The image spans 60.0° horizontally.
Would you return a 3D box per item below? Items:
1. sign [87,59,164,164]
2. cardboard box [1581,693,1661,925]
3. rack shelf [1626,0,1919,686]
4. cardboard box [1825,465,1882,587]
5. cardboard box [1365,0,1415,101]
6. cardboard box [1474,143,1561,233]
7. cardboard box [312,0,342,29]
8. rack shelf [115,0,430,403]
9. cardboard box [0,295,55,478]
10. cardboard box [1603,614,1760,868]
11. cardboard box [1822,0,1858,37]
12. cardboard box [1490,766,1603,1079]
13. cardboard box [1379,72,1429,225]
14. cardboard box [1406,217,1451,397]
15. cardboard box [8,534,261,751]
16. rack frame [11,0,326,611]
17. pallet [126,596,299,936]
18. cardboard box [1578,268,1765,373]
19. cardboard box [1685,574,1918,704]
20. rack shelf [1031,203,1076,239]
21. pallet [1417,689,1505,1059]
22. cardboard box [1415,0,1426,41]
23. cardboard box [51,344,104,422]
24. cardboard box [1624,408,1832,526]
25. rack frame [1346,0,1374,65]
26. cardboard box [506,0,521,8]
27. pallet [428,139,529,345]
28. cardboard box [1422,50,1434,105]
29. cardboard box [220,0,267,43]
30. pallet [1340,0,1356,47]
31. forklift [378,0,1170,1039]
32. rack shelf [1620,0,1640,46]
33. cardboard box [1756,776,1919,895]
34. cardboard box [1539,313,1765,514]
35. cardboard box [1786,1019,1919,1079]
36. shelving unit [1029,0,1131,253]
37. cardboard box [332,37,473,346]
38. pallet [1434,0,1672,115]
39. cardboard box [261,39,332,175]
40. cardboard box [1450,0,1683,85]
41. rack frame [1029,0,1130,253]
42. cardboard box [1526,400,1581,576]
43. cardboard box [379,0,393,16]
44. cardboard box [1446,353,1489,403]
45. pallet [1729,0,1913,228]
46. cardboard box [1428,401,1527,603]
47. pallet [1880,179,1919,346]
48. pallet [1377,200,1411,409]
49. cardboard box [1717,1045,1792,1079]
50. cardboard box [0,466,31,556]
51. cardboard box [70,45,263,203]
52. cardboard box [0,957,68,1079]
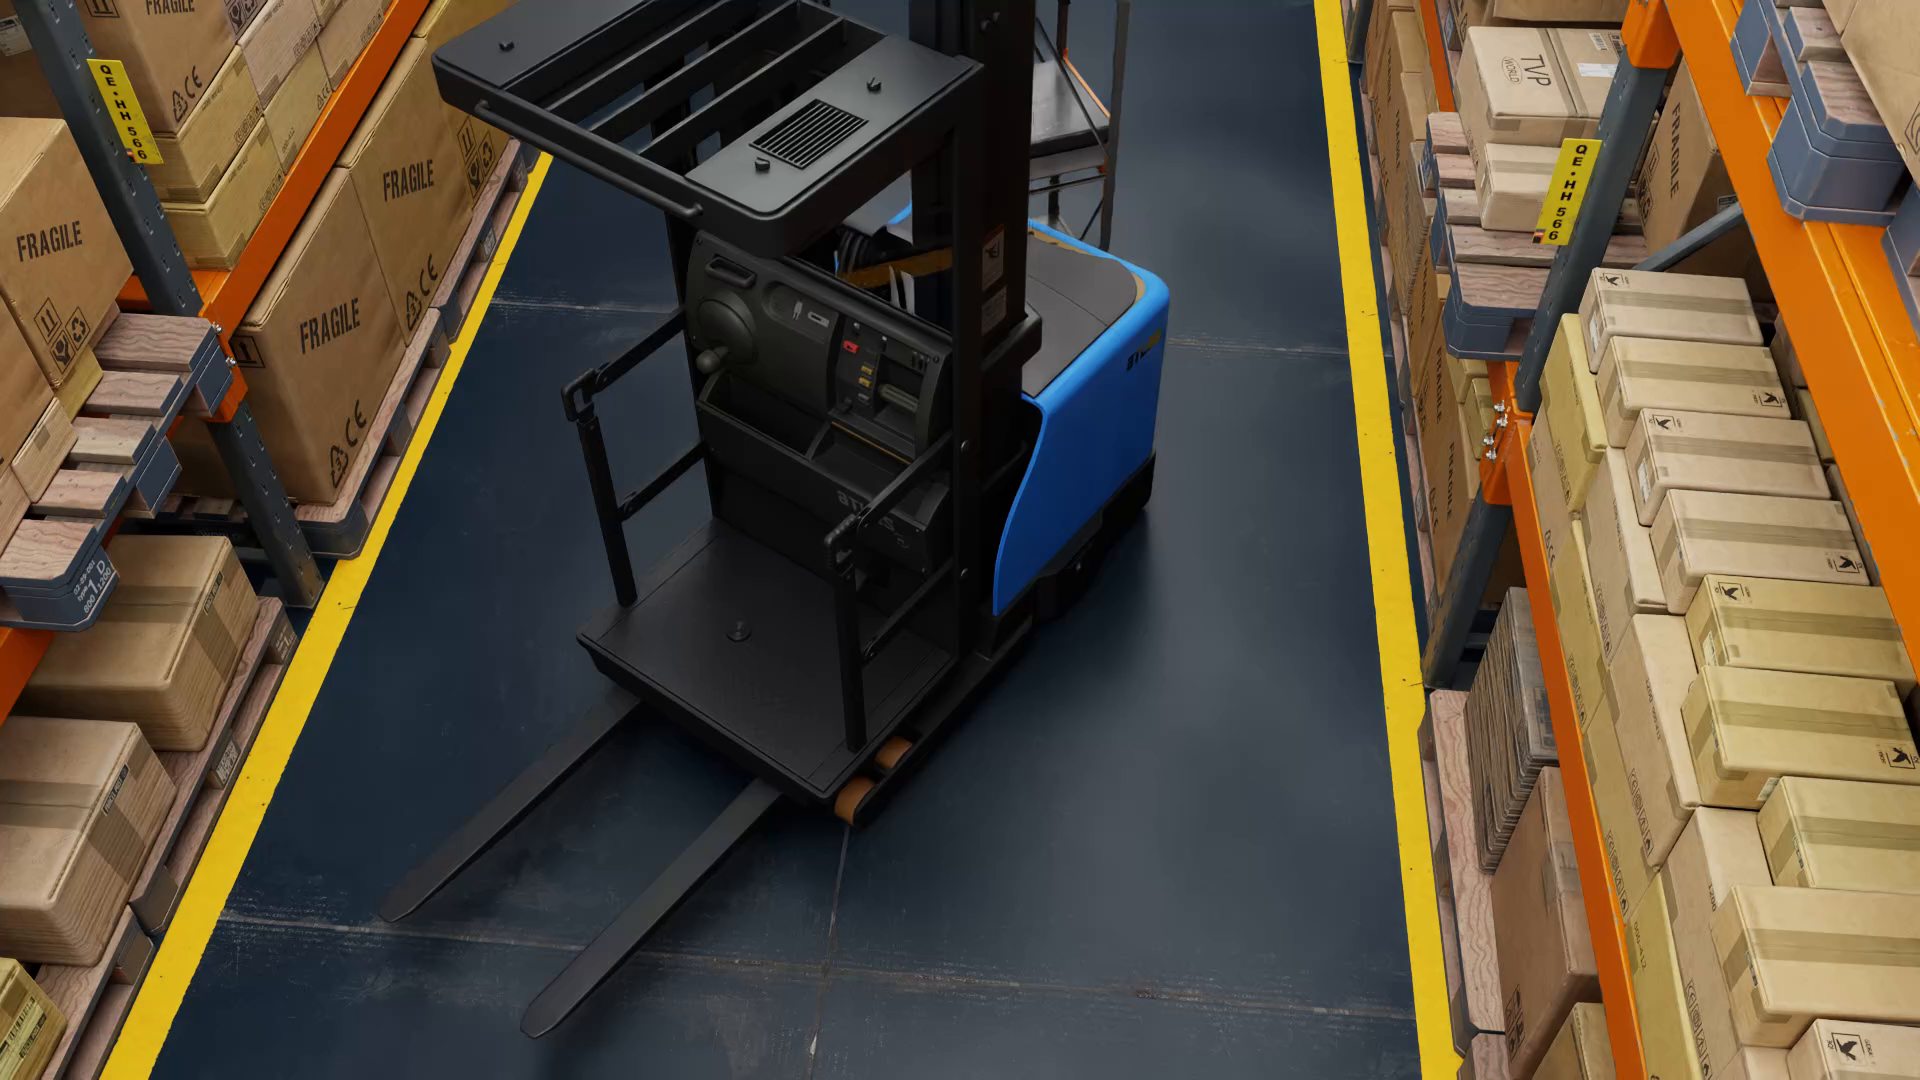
[{"bbox_3d":[-2.288,-1.170,4.556,0.100,0.325,0.005,4,48,4],"label":"sign"},{"bbox_3d":[1.740,0.604,3.766,0.500,0.250,0.500,2,48,2],"label":"cardboard box"},{"bbox_3d":[1.932,0.196,2.493,1.077,0.370,4.000,4,48,4],"label":"rack shelf"},{"bbox_3d":[2.305,0.102,3.887,0.500,0.250,0.500,4,48,4],"label":"cardboard box"},{"bbox_3d":[2.210,-2.402,7.823,0.500,0.500,0.500,6,48,5],"label":"cardboard box"},{"bbox_3d":[1.792,-1.070,5.081,0.380,0.149,0.250,5,48,4],"label":"cardboard box"},{"bbox_3d":[-2.431,-2.054,5.859,0.500,0.250,0.500,4,48,3],"label":"cardboard box"},{"bbox_3d":[-2.647,-2.062,6.591,1.077,0.370,4.000,4,48,4],"label":"rack shelf"},{"bbox_3d":[-2.630,-0.378,4.009,0.500,0.500,0.500,3,48,3],"label":"cardboard box"},{"bbox_3d":[1.718,0.438,3.579,0.500,0.250,0.500,3,48,3],"label":"cardboard box"},{"bbox_3d":[1.805,-1.210,2.871,0.500,0.500,0.500,4,48,4],"label":"cardboard box"},{"bbox_3d":[1.992,1.093,4.542,0.875,0.625,0.625,5,48,5],"label":"cardboard box"},{"bbox_3d":[2.122,-1.643,7.129,0.500,0.500,0.500,3,48,2],"label":"cardboard box"},{"bbox_3d":[2.040,-0.880,6.431,0.500,0.500,0.500,6,48,5],"label":"cardboard box"},{"bbox_3d":[-2.891,0.324,5.417,0.950,0.372,0.625,1,48,1],"label":"cardboard box"},{"bbox_3d":[-2.829,-0.835,4.981,1.000,3.000,0.127,4,48,4],"label":"rack frame"},{"bbox_3d":[-2.902,0.680,5.485,1.003,0.211,1.213,4,48,4],"label":"pallet"},{"bbox_3d":[1.792,-0.543,4.206,0.380,0.149,0.250,5,48,5],"label":"cardboard box"},{"bbox_3d":[1.766,0.224,3.505,0.380,0.149,0.250,4,48,4],"label":"cardboard box"},{"bbox_3d":[0.288,-0.960,6.672,0.431,0.518,0.480,-15,49,-14],"label":"rack shelf"},{"bbox_3d":[2.000,1.039,5.157,1.003,0.211,1.213,4,48,4],"label":"pallet"},{"bbox_3d":[2.221,-2.317,7.306,0.380,0.149,0.250,2,48,2],"label":"cardboard box"},{"bbox_3d":[-2.577,-0.434,4.500,0.380,0.149,0.250,5,48,4],"label":"cardboard box"},{"bbox_3d":[1.771,-0.156,3.852,0.380,0.149,0.250,5,48,5],"label":"cardboard box"},{"bbox_3d":[2.479,-3.444,7.367,1.000,3.000,0.127,4,48,4],"label":"rack frame"},{"bbox_3d":[-2.442,-2.738,7.877,0.875,0.875,0.875,5,48,5],"label":"cardboard box"},{"bbox_3d":[-2.569,-1.363,7.353,1.003,0.211,1.213,4,48,4],"label":"pallet"},{"bbox_3d":[2.149,-1.934,6.955,0.380,0.149,0.250,4,48,3],"label":"cardboard box"},{"bbox_3d":[-2.505,-1.918,5.226,0.500,0.500,0.500,4,48,4],"label":"cardboard box"},{"bbox_3d":[2.542,-3.007,8.858,1.003,0.211,1.213,4,48,4],"label":"pallet"},{"bbox_3d":[-0.558,-0.479,4.702,1.130,2.935,3.031,29,54,24],"label":"forklift"},{"bbox_3d":[2.296,-2.744,5.181,1.077,0.370,4.000,4,48,4],"label":"rack shelf"},{"bbox_3d":[1.757,0.604,3.157,0.380,0.149,0.250,4,48,4],"label":"cardboard box"},{"bbox_3d":[1.806,-0.315,4.268,0.500,0.250,0.500,4,48,3],"label":"cardboard box"},{"bbox_3d":[1.647,0.975,2.818,0.380,0.149,0.250,4,48,4],"label":"cardboard box"},{"bbox_3d":[0.288,-1.442,6.146,0.431,2.100,0.503,-15,49,-14],"label":"shelving unit"},{"bbox_3d":[-2.598,-1.417,6.669,0.875,0.875,0.875,4,48,4],"label":"cardboard box"},{"bbox_3d":[2.287,-1.869,6.057,1.003,0.211,1.213,4,48,4],"label":"pallet"},{"bbox_3d":[-2.505,-1.506,5.696,0.500,0.250,0.500,3,48,2],"label":"cardboard box"},{"bbox_3d":[2.079,-1.893,5.594,0.797,0.503,0.637,3,48,3],"label":"cardboard box"},{"bbox_3d":[0.374,-1.273,5.991,0.400,2.100,0.015,-15,49,-14],"label":"rack frame"},{"bbox_3d":[1.830,-0.144,4.451,0.500,0.250,0.500,4,48,4],"label":"cardboard box"},{"bbox_3d":[-2.410,-2.254,6.380,0.500,0.250,0.500,4,48,4],"label":"cardboard box"},{"bbox_3d":[1.901,-0.604,5.740,0.380,0.149,0.250,2,48,2],"label":"cardboard box"},{"bbox_3d":[2.141,-0.948,3.180,1.213,0.211,1.003,6,48,5],"label":"pallet"},{"bbox_3d":[1.939,-0.128,5.743,0.500,0.500,0.500,5,48,5],"label":"cardboard box"},{"bbox_3d":[2.042,-0.126,2.428,1.003,0.211,1.213,6,48,5],"label":"pallet"},{"bbox_3d":[2.334,-1.003,7.025,1.003,0.211,1.213,4,48,4],"label":"pallet"},{"bbox_3d":[1.632,1.185,2.896,0.500,0.250,0.500,5,48,4],"label":"cardboard box"},{"bbox_3d":[-2.586,-0.061,4.159,0.380,0.149,0.250,2,48,2],"label":"cardboard box"},{"bbox_3d":[-2.537,-1.309,5.178,0.500,0.250,0.500,4,48,3],"label":"cardboard box"},{"bbox_3d":[-3.025,1.424,4.411,0.950,0.372,0.625,5,48,5],"label":"cardboard box"}]
